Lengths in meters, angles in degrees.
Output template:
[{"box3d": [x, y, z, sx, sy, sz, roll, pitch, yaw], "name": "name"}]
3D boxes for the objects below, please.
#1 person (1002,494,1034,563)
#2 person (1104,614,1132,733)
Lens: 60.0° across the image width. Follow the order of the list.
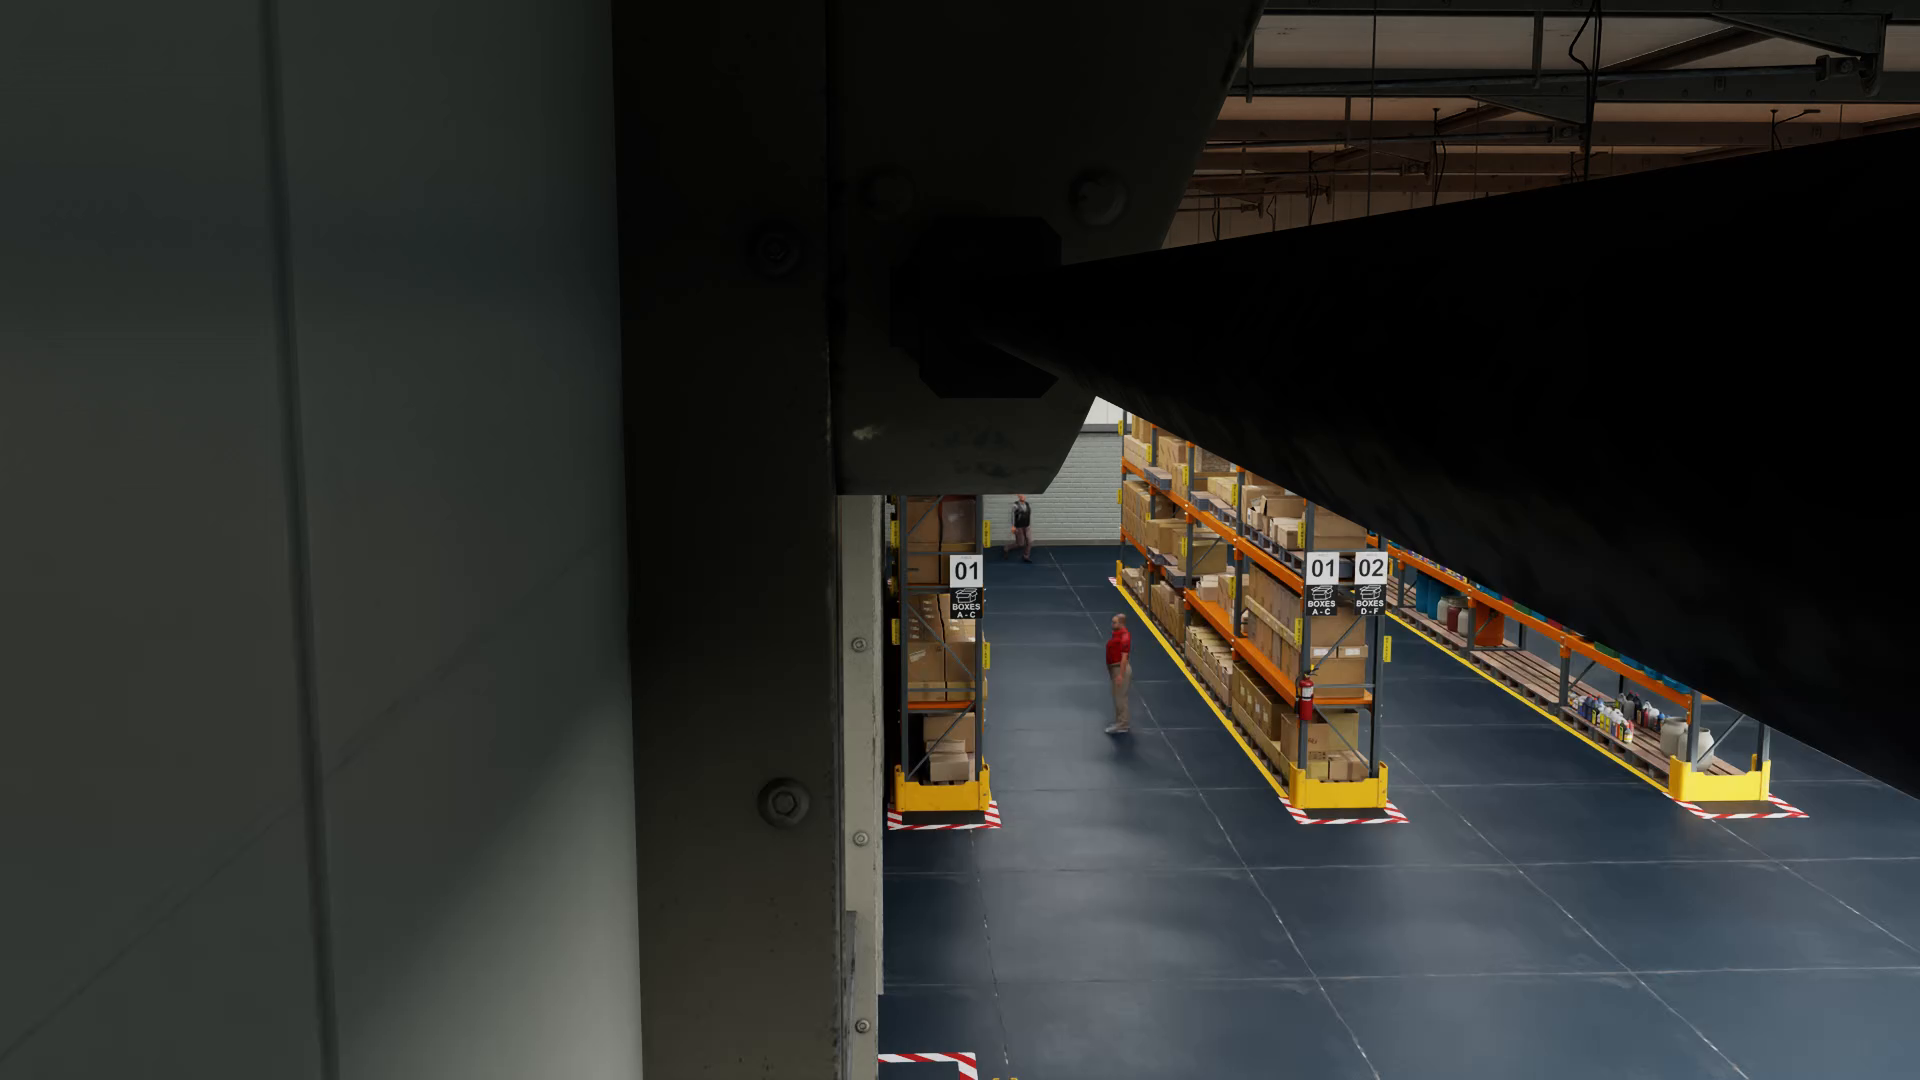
[{"box3d": [1.413, -0.315, 39.363, 0.732, 1.690, 0.582, 6, 10, 34], "name": "person"}, {"box3d": [2.285, 1.925, 24.137, 0.397, 1.742, 0.618, -1, 8, -4], "name": "person"}]
